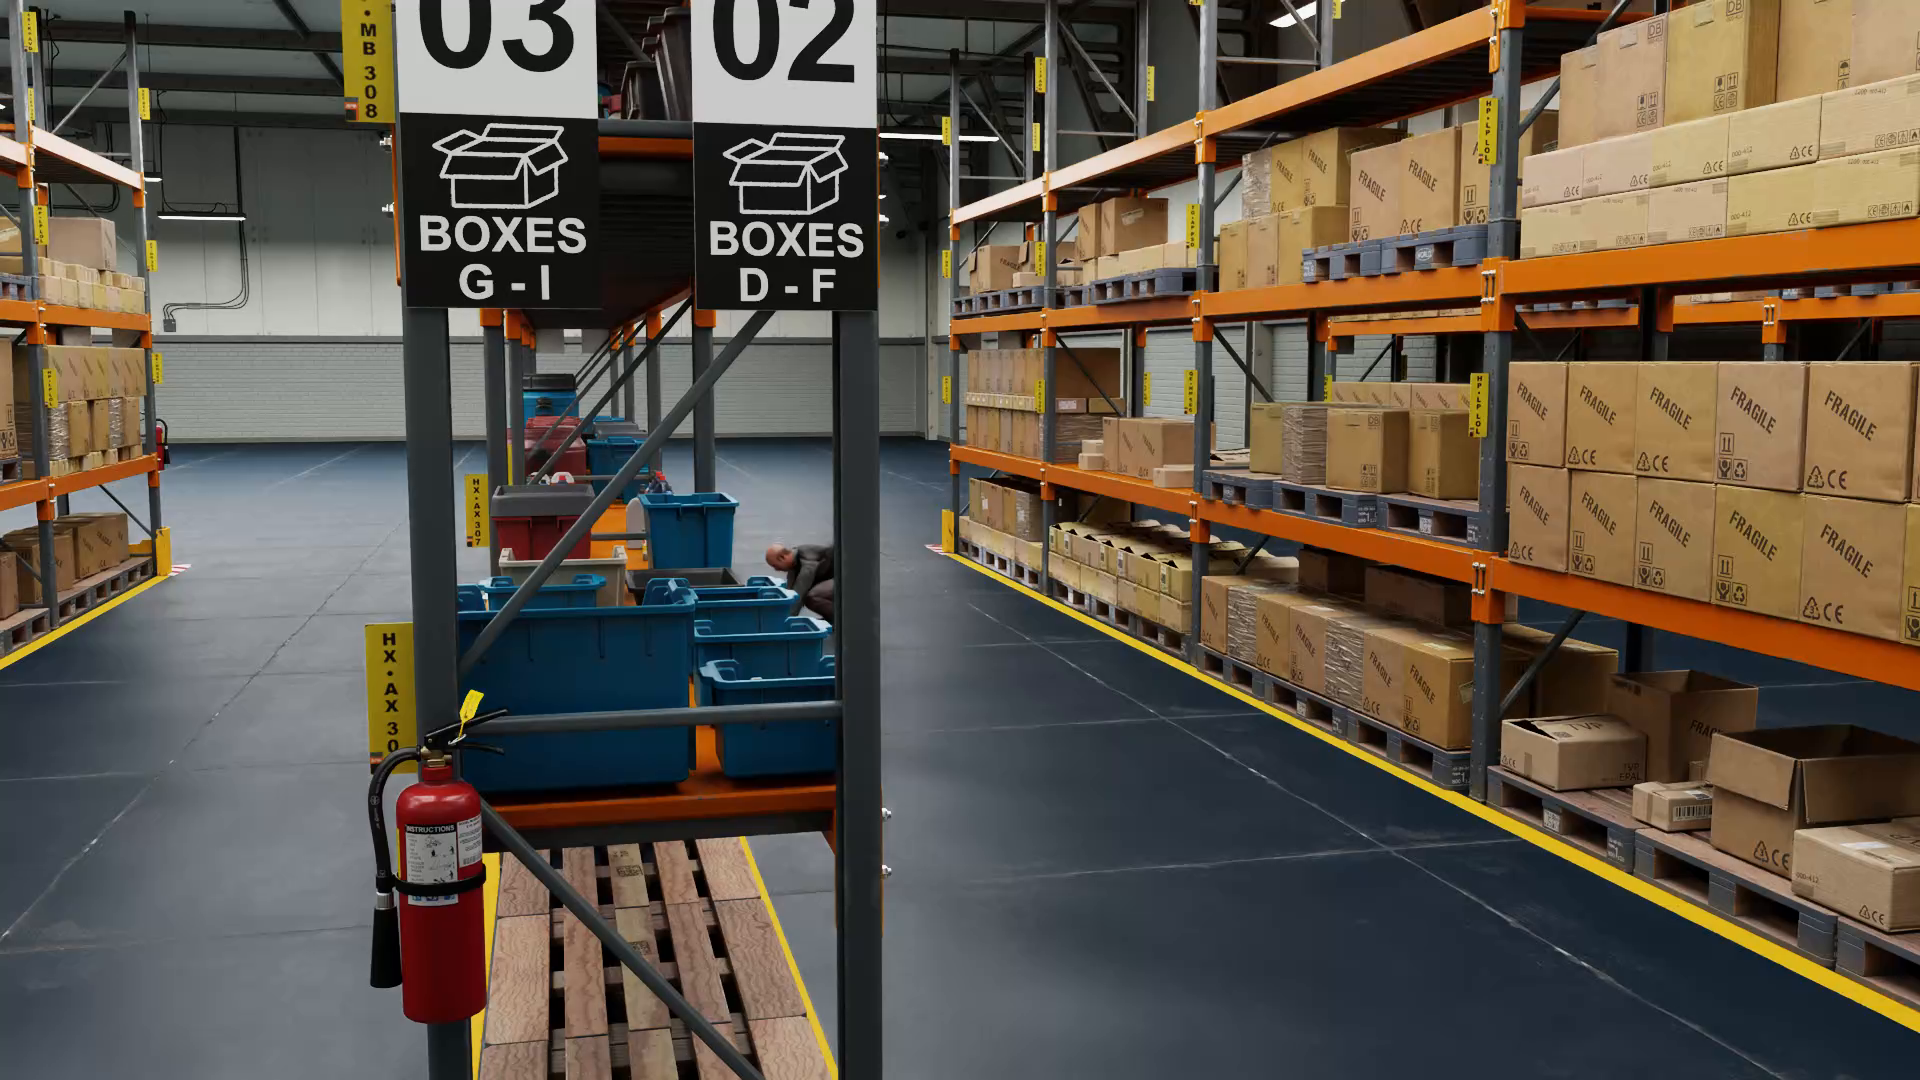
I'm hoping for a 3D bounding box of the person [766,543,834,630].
[{"bbox_3d":[-1.235,0.433,14.429,0.907,0.825,0.519,-2,6,-14],"label":"person"}]
